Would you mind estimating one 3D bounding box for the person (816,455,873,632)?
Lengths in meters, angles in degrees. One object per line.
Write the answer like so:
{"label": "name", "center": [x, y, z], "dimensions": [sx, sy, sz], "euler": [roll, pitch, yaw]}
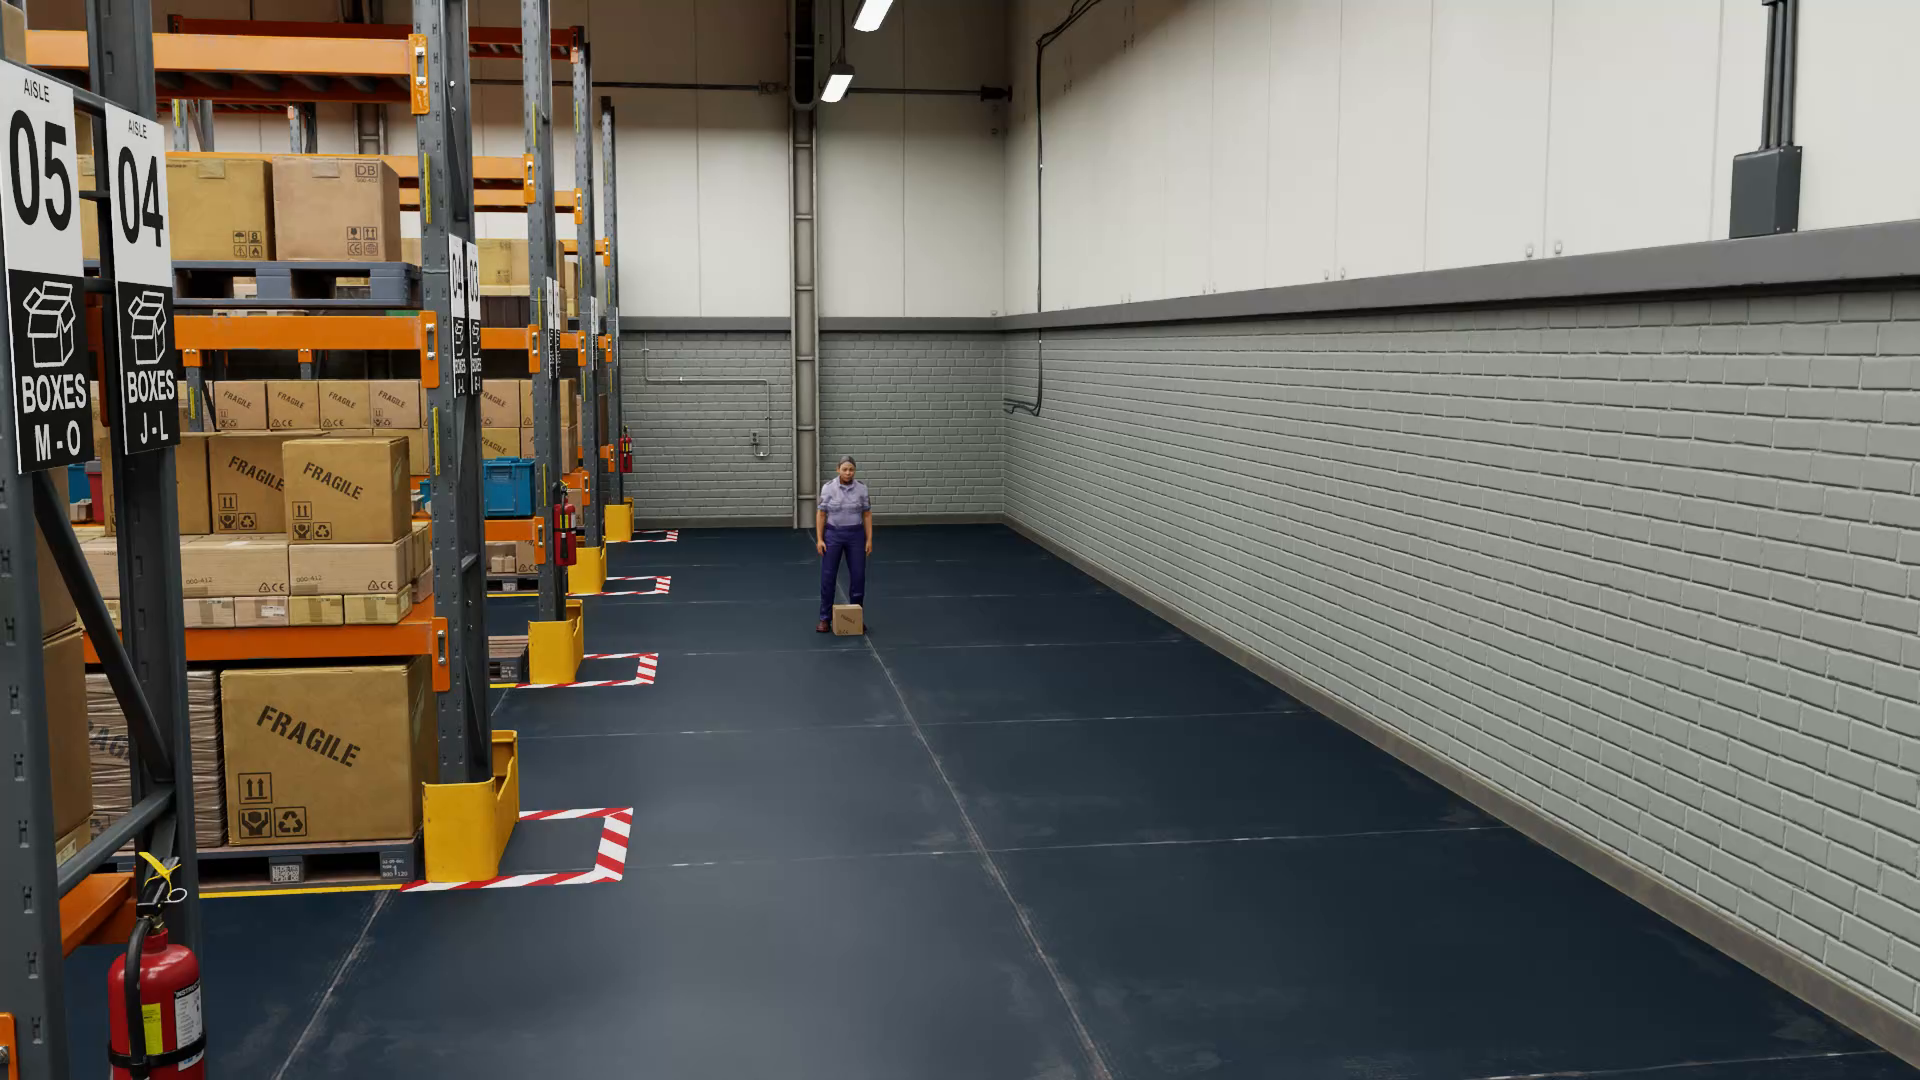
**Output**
{"label": "person", "center": [-1.098, 0.023, 15.675], "dimensions": [0.555, 1.652, 0.365], "euler": [-1, 7, -10]}
